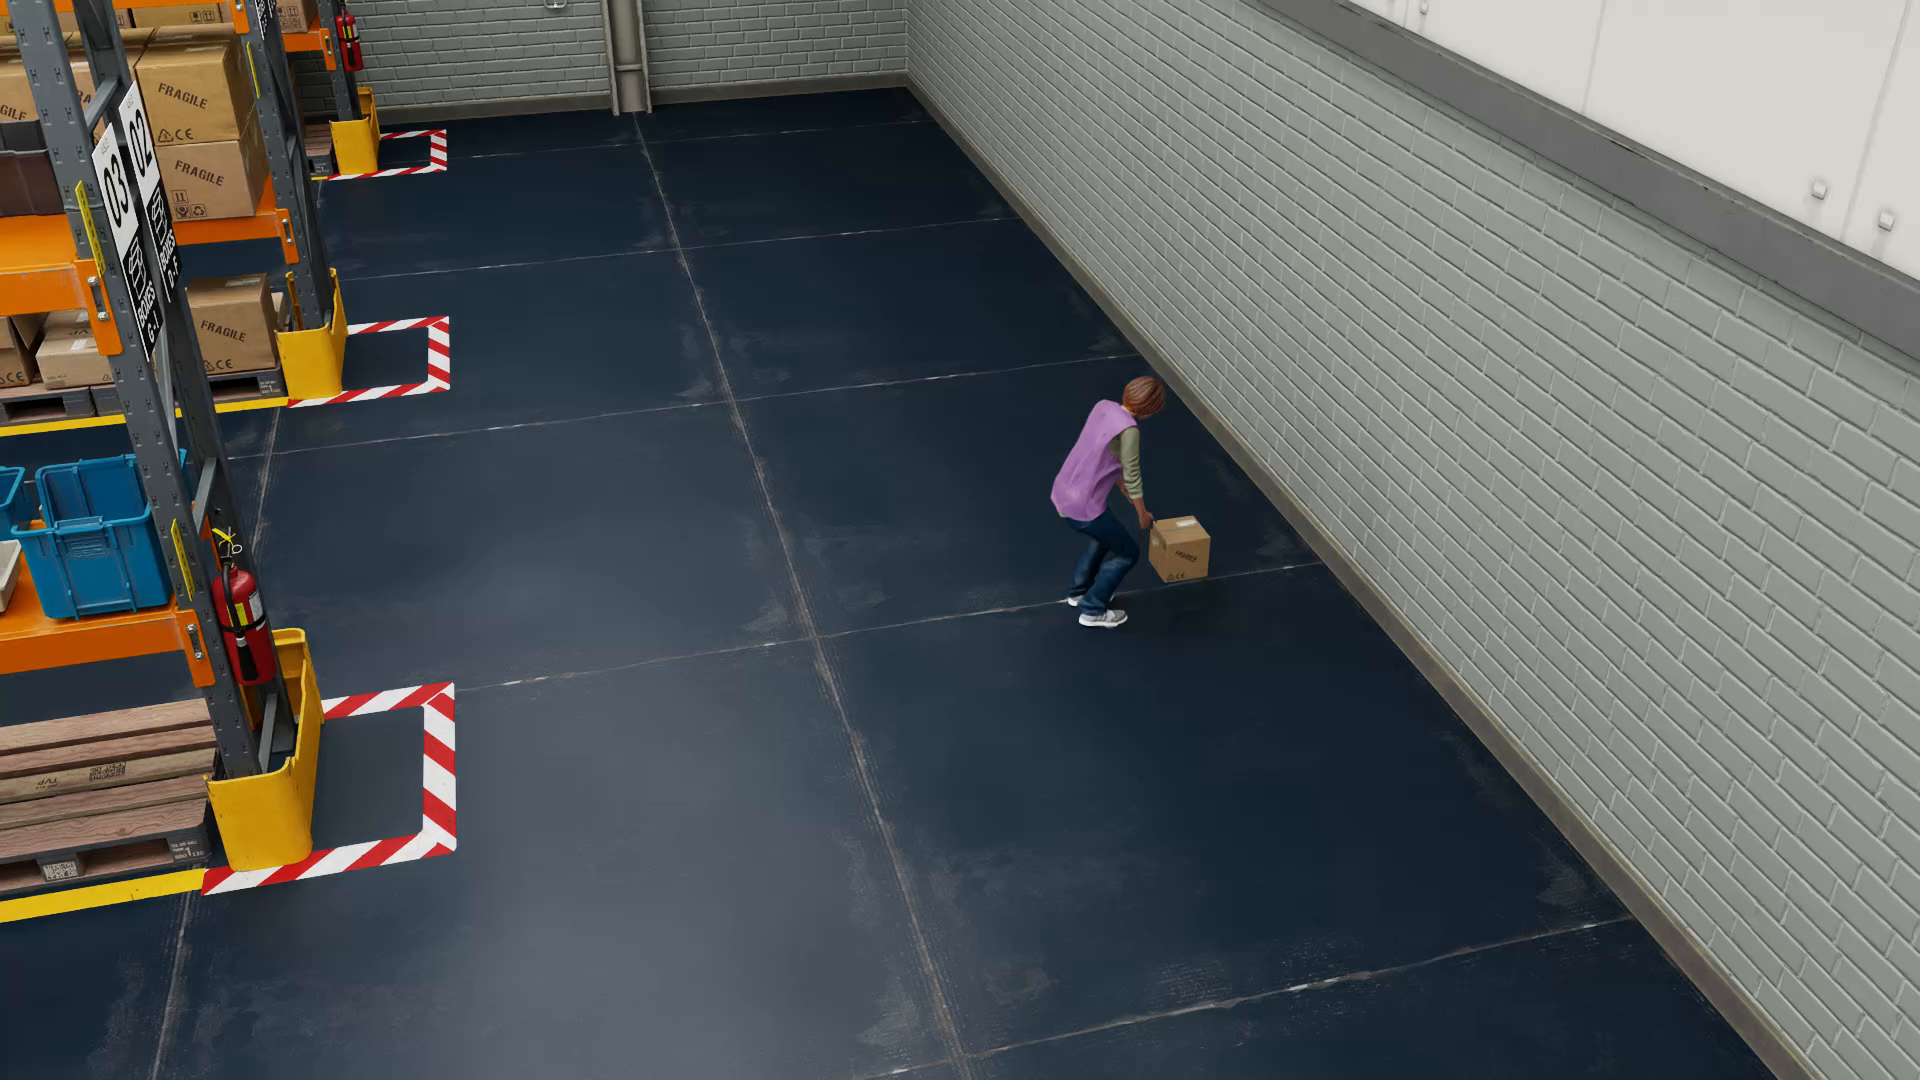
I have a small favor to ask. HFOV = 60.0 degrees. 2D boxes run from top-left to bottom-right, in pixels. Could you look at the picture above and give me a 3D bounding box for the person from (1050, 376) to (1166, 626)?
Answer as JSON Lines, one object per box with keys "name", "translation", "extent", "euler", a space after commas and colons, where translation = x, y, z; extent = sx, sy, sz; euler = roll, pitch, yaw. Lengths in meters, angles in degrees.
{"name": "person", "translation": [0.770, -0.215, 8.825], "extent": [0.601, 1.376, 0.460], "euler": [-8, 32, -13]}
